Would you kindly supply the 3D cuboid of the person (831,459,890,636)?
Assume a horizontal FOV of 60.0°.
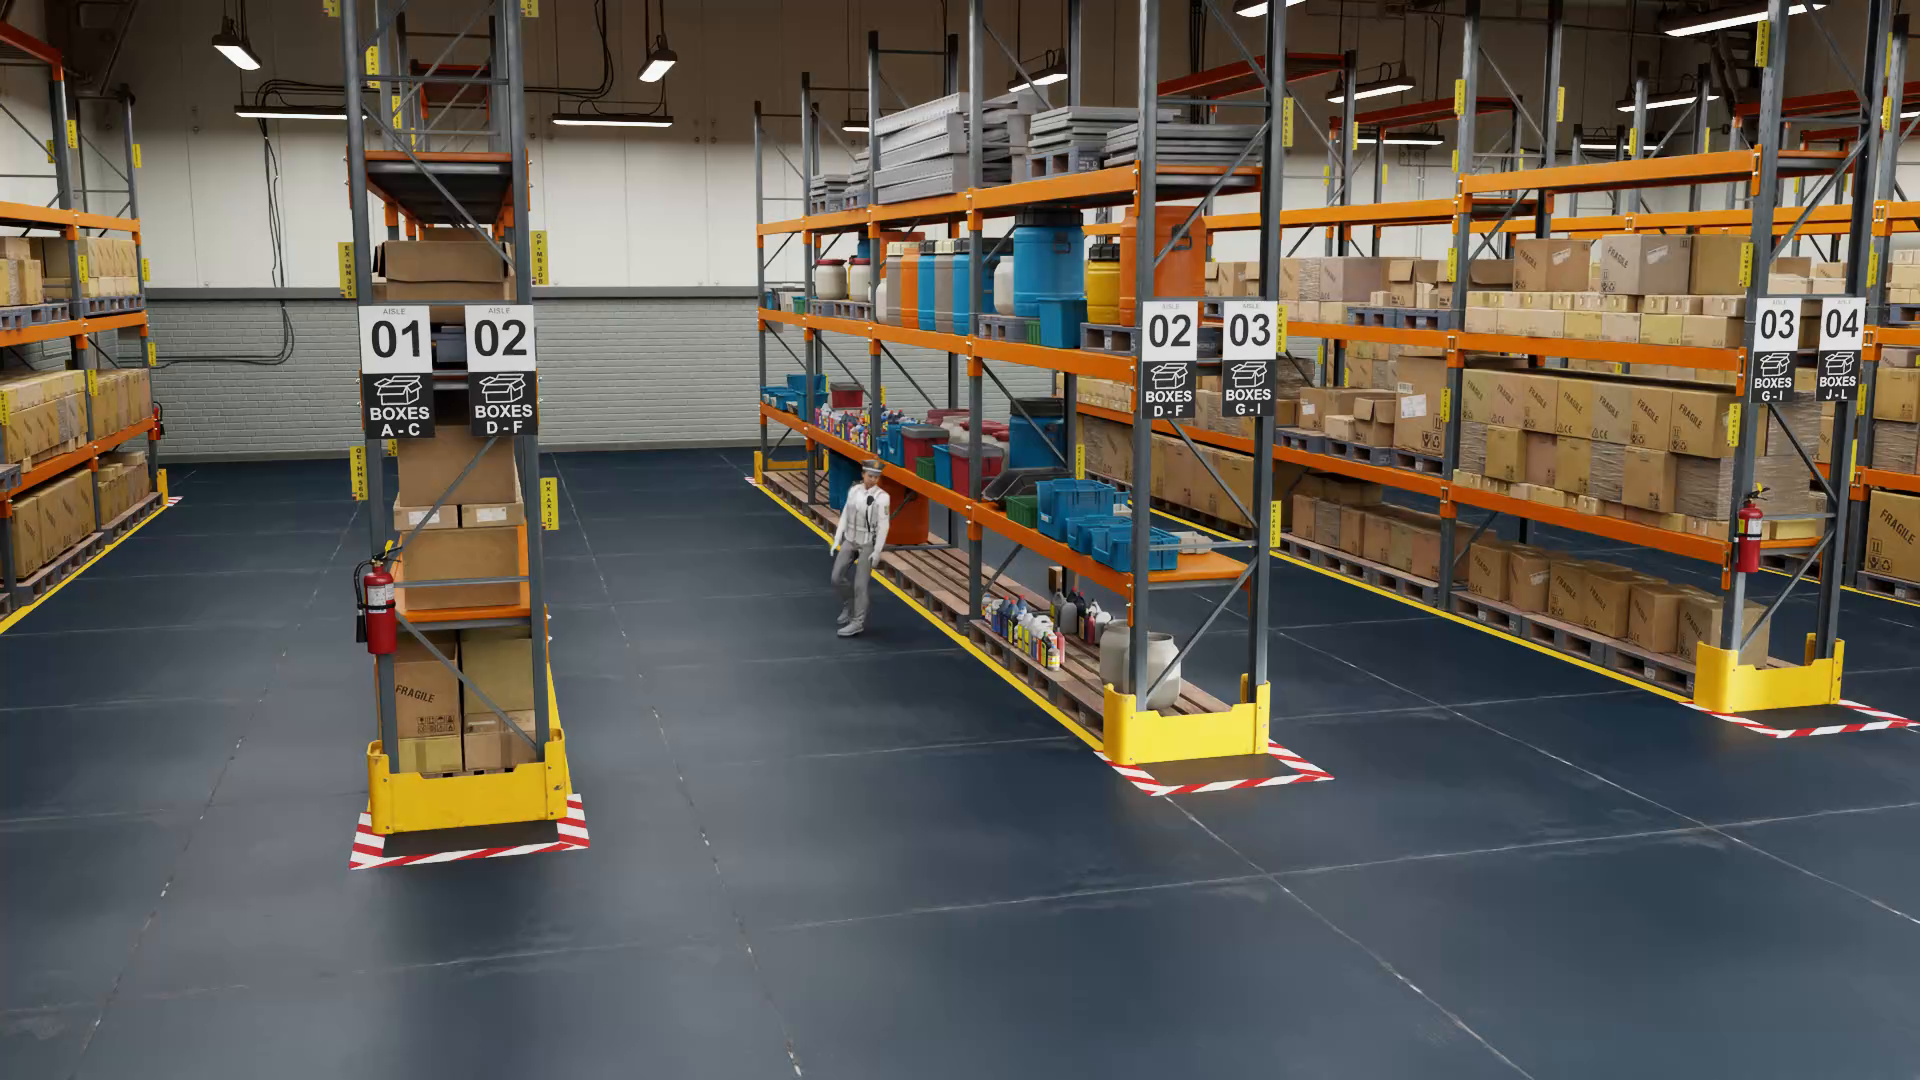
[{"bbox_3d":[-0.937,0.071,15.533,0.589,1.662,0.422,7,11,35],"label":"person"}]
